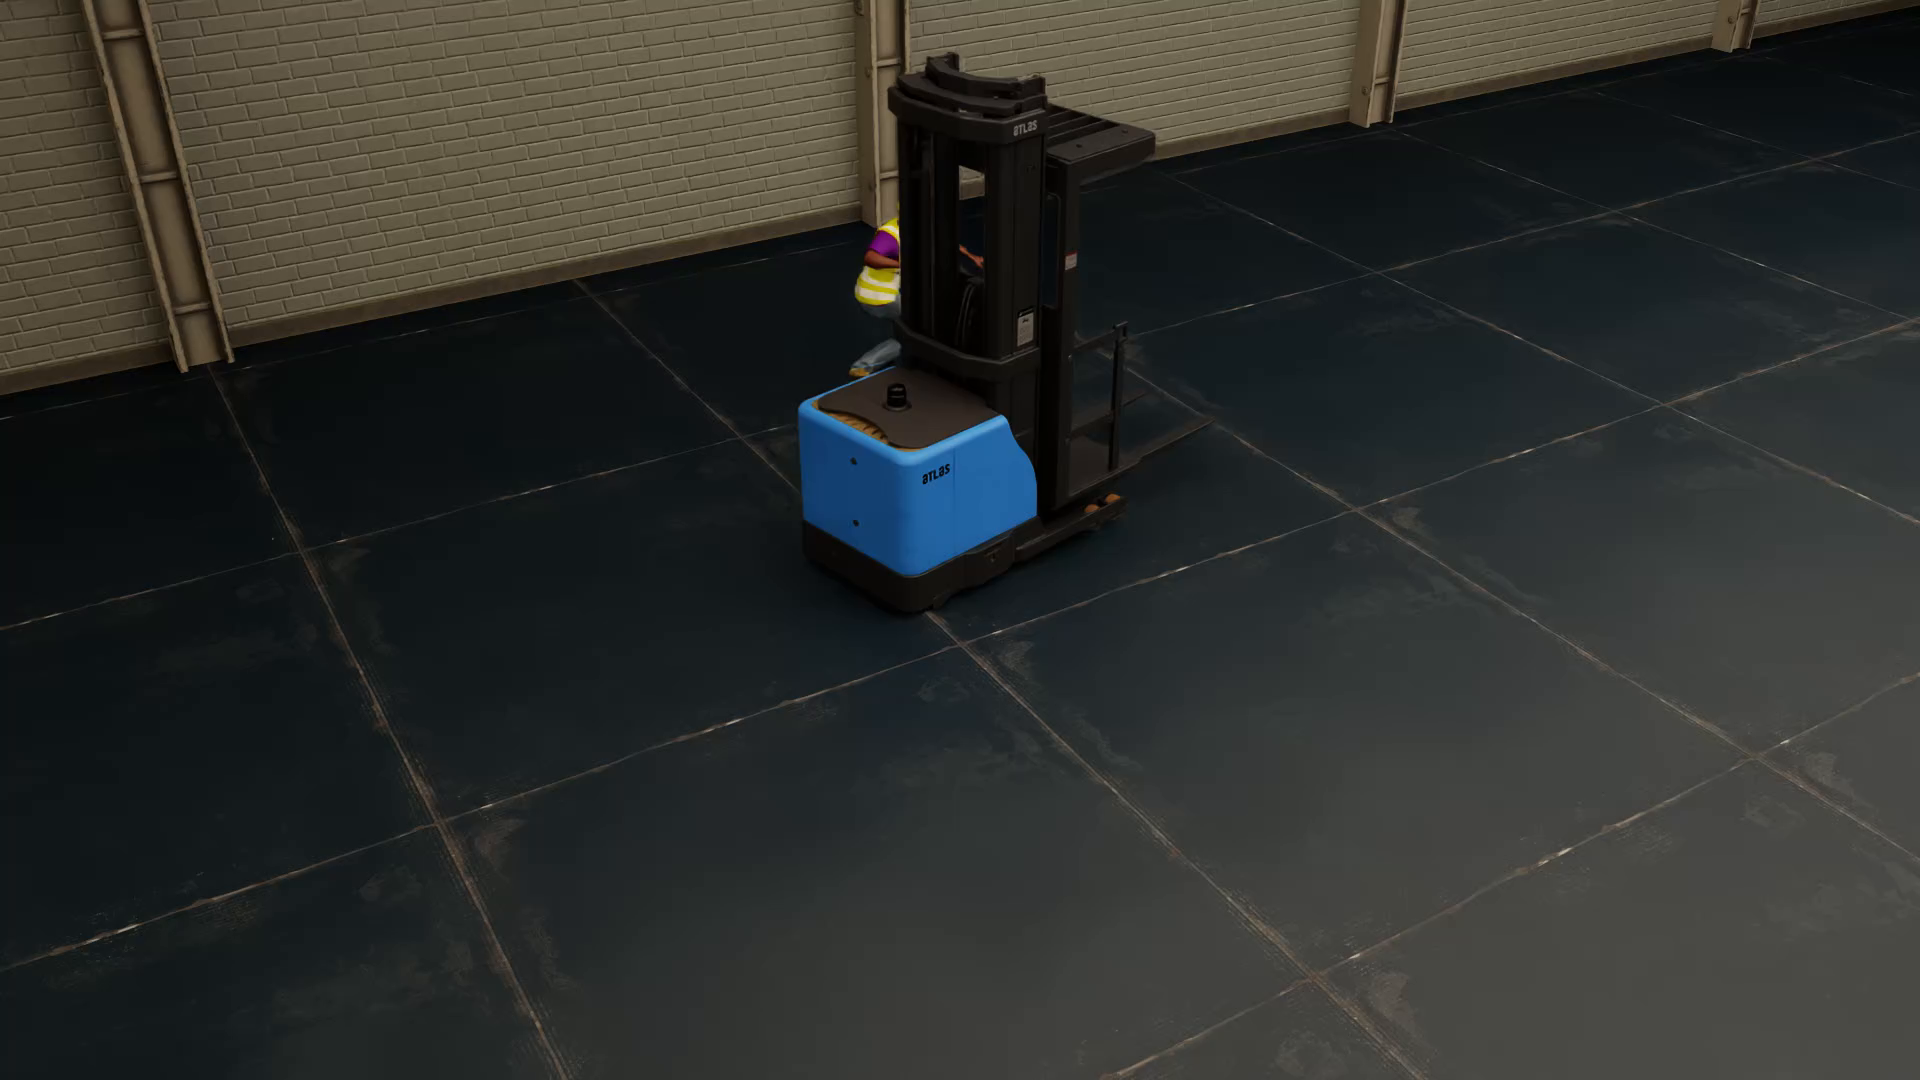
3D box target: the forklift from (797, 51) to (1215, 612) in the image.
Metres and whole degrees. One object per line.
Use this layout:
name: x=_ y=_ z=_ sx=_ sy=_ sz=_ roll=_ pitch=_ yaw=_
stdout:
forklift: x=0.437 y=-1.487 z=10.131 sx=3.031 sy=2.935 sz=1.130 roll=-26 pitch=40 yaw=-37

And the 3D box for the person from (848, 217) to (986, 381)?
person: x=-0.264 y=-1.755 z=11.994 sx=1.143 sy=1.496 sz=0.893 roll=-5 pitch=31 yaw=-8
